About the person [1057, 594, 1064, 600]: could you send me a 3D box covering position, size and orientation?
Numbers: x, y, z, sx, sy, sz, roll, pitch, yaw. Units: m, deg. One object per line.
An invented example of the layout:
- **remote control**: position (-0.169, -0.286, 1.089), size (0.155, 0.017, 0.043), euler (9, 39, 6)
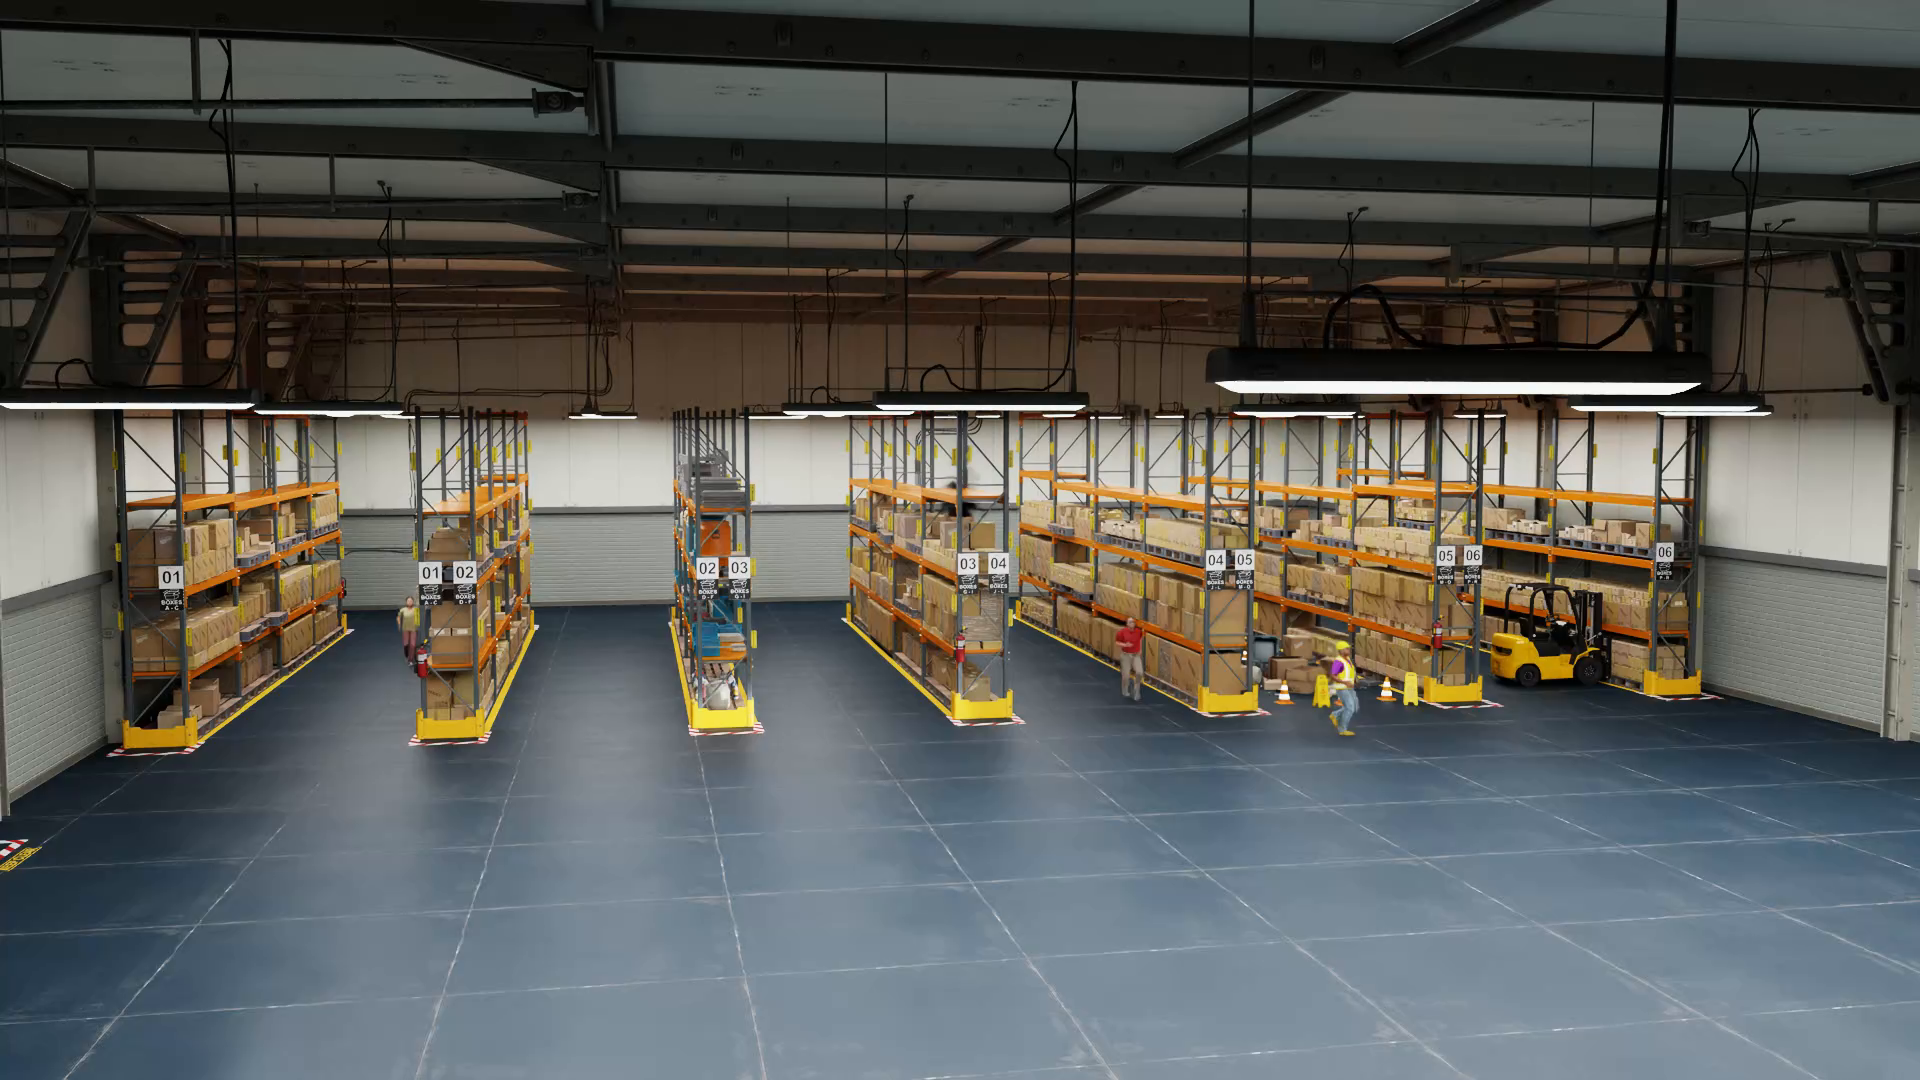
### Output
- **person**: position (2.838, 1.305, 49.837), size (0.917, 1.753, 0.684), euler (3, 5, 35)

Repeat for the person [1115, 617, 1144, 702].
- **person**: position (3.480, 2.447, 34.113), size (0.641, 1.759, 0.790), euler (-1, 4, -8)

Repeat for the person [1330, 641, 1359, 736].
- **person**: position (7.006, 2.704, 30.358), size (0.605, 1.718, 0.696), euler (3, 5, 36)

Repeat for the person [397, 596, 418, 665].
- **person**: position (-12.874, 2.135, 38.908), size (0.566, 1.629, 0.549), euler (-1, 4, -18)
